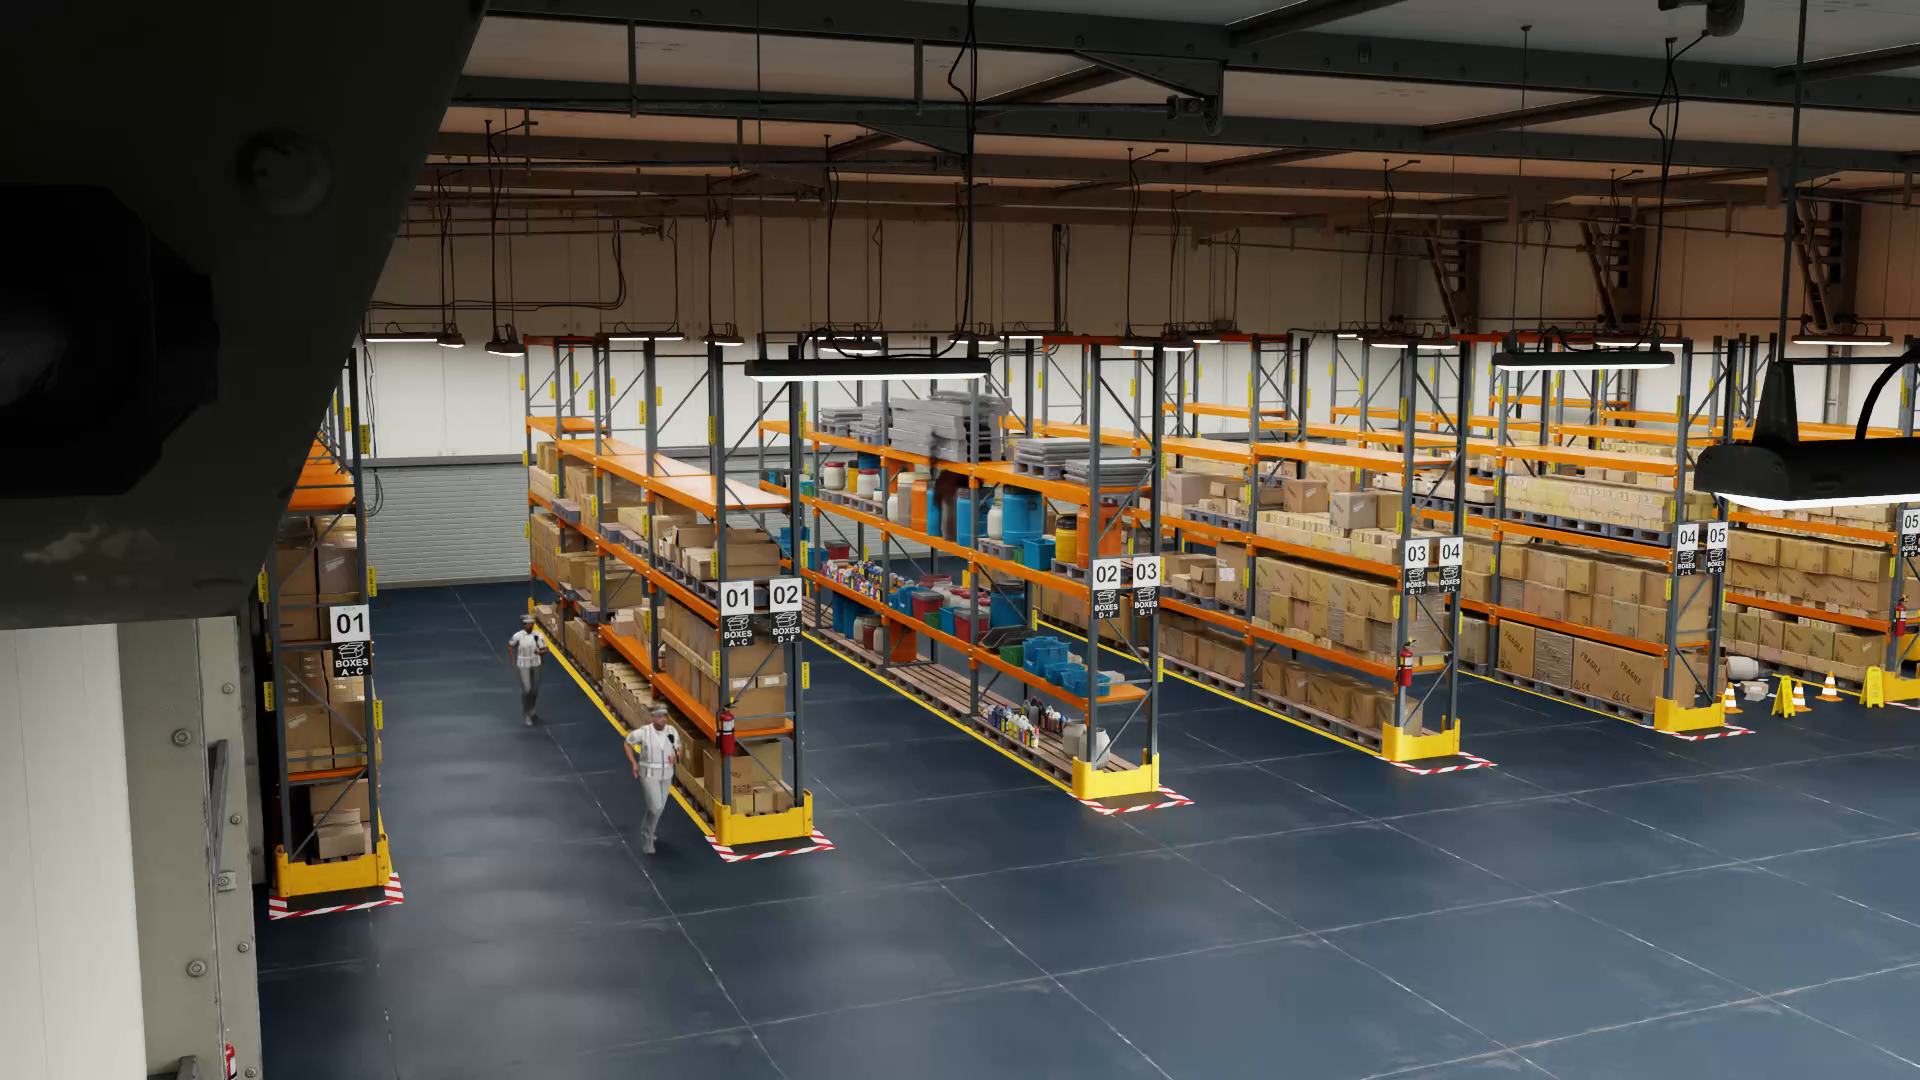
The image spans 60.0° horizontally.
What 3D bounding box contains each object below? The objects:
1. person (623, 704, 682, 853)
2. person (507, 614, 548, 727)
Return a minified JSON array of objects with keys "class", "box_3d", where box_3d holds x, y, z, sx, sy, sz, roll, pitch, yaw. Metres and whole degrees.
[{"class":"person","box_3d":[-3.643,2.843,19.954,0.643,1.819,0.723,-6,9,-37]},{"class":"person","box_3d":[-6.770,2.028,26.146,0.549,1.760,0.745,-4,9,-29]}]
